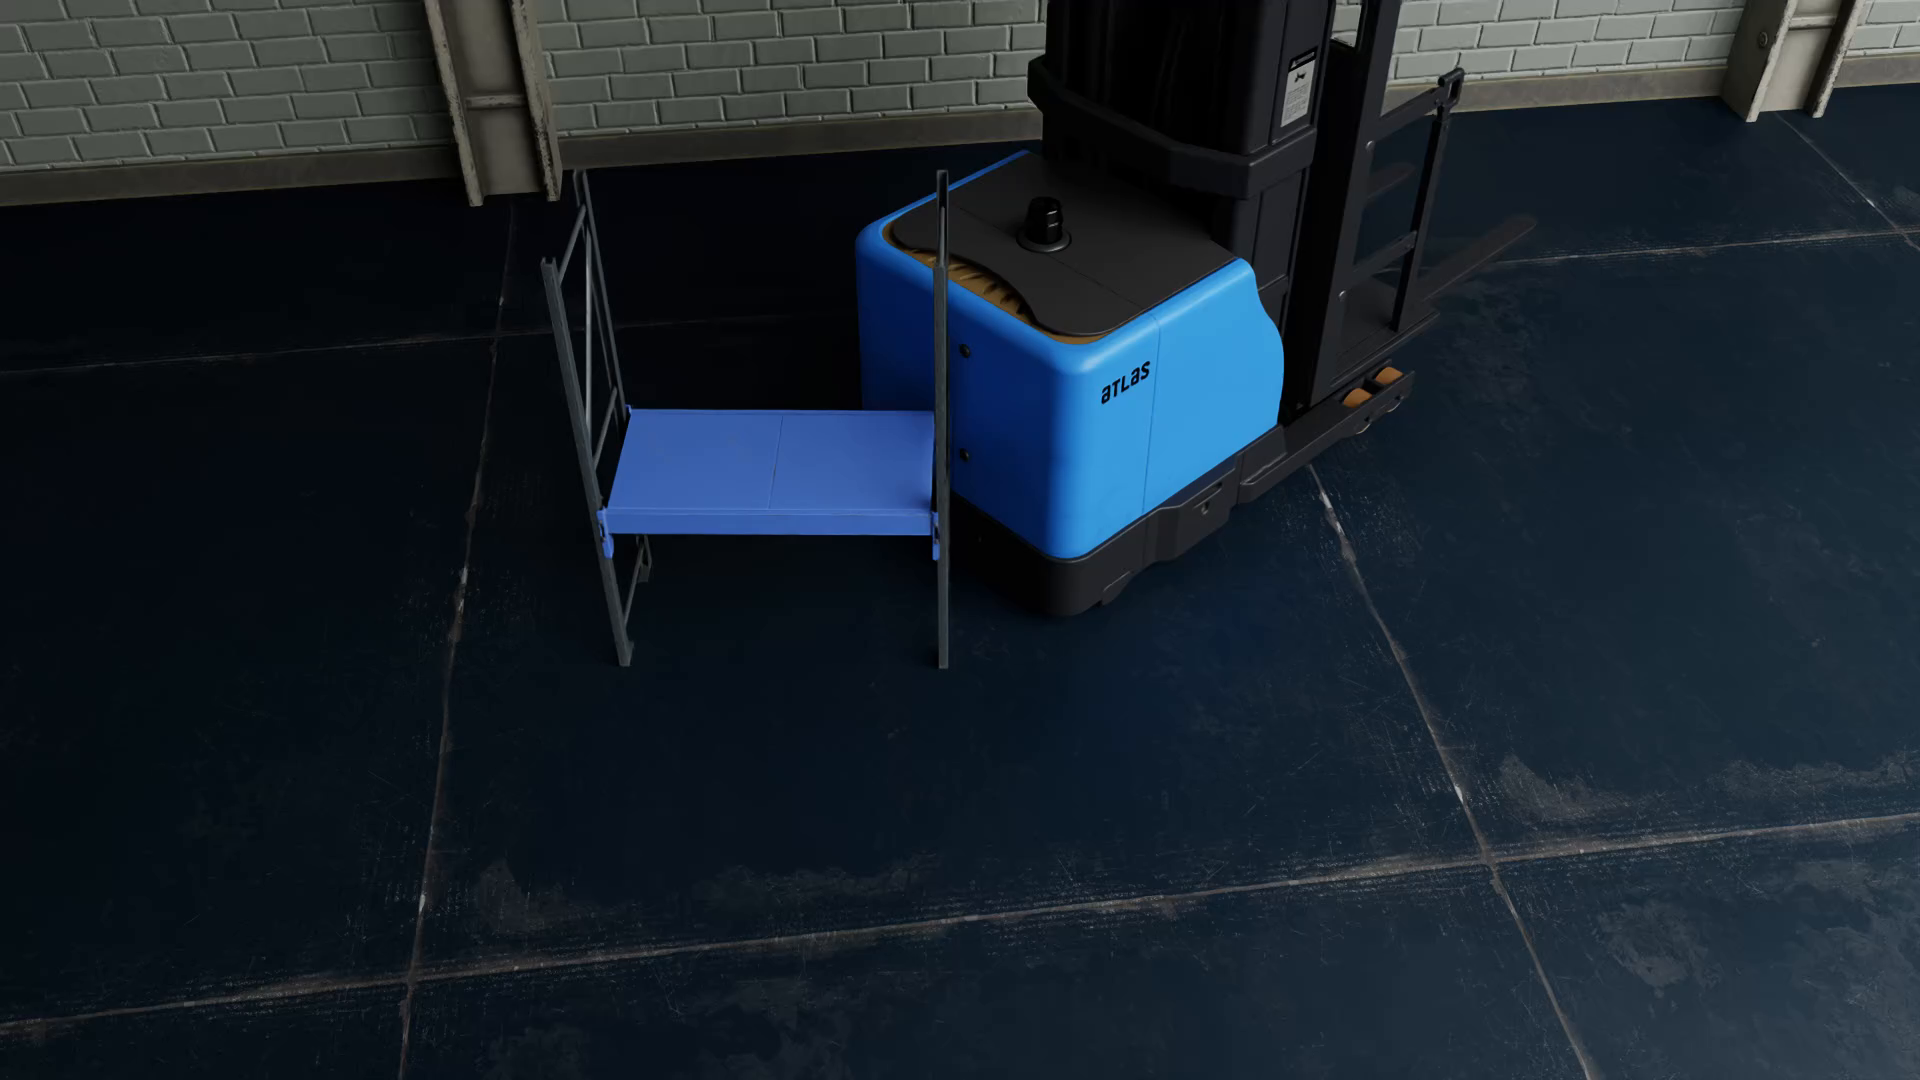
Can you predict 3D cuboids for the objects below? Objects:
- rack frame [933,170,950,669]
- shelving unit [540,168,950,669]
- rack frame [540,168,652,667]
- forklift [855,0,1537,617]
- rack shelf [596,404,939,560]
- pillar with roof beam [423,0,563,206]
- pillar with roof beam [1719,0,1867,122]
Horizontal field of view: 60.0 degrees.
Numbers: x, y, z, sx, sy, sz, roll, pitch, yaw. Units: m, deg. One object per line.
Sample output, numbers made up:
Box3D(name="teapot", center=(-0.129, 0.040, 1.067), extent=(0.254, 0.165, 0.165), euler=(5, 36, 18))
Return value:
Box3D(name="rack frame", center=(-0.051, -0.313, 4.978), extent=(0.032, 1.500, 0.500), euler=(0, 42, 0))
Box3D(name="shelving unit", center=(-0.560, -0.317, 4.981), extent=(1.048, 1.500, 0.538), euler=(0, 42, 0))
Box3D(name="rack frame", center=(-1.068, -0.320, 4.985), extent=(0.032, 1.500, 0.500), euler=(0, 42, 0))
Box3D(name="forklift", center=(1.066, -1.711, 5.459), extent=(3.031, 2.935, 1.130), euler=(-33, 51, -31))
Box3D(name="rack shelf", center=(-0.560, -0.183, 5.102), extent=(1.000, 0.185, 0.538), euler=(0, 42, 0))
Box3D(name="pillar with roof beam", center=(-1.449, -2.086, 1.344), extent=(0.400, 9.000, 9.100), euler=(-5, 42, -6))
Box3D(name="pillar with roof beam", center=(4.501, -2.607, 1.921), extent=(0.400, 9.000, 9.100), euler=(-5, 42, -6))
